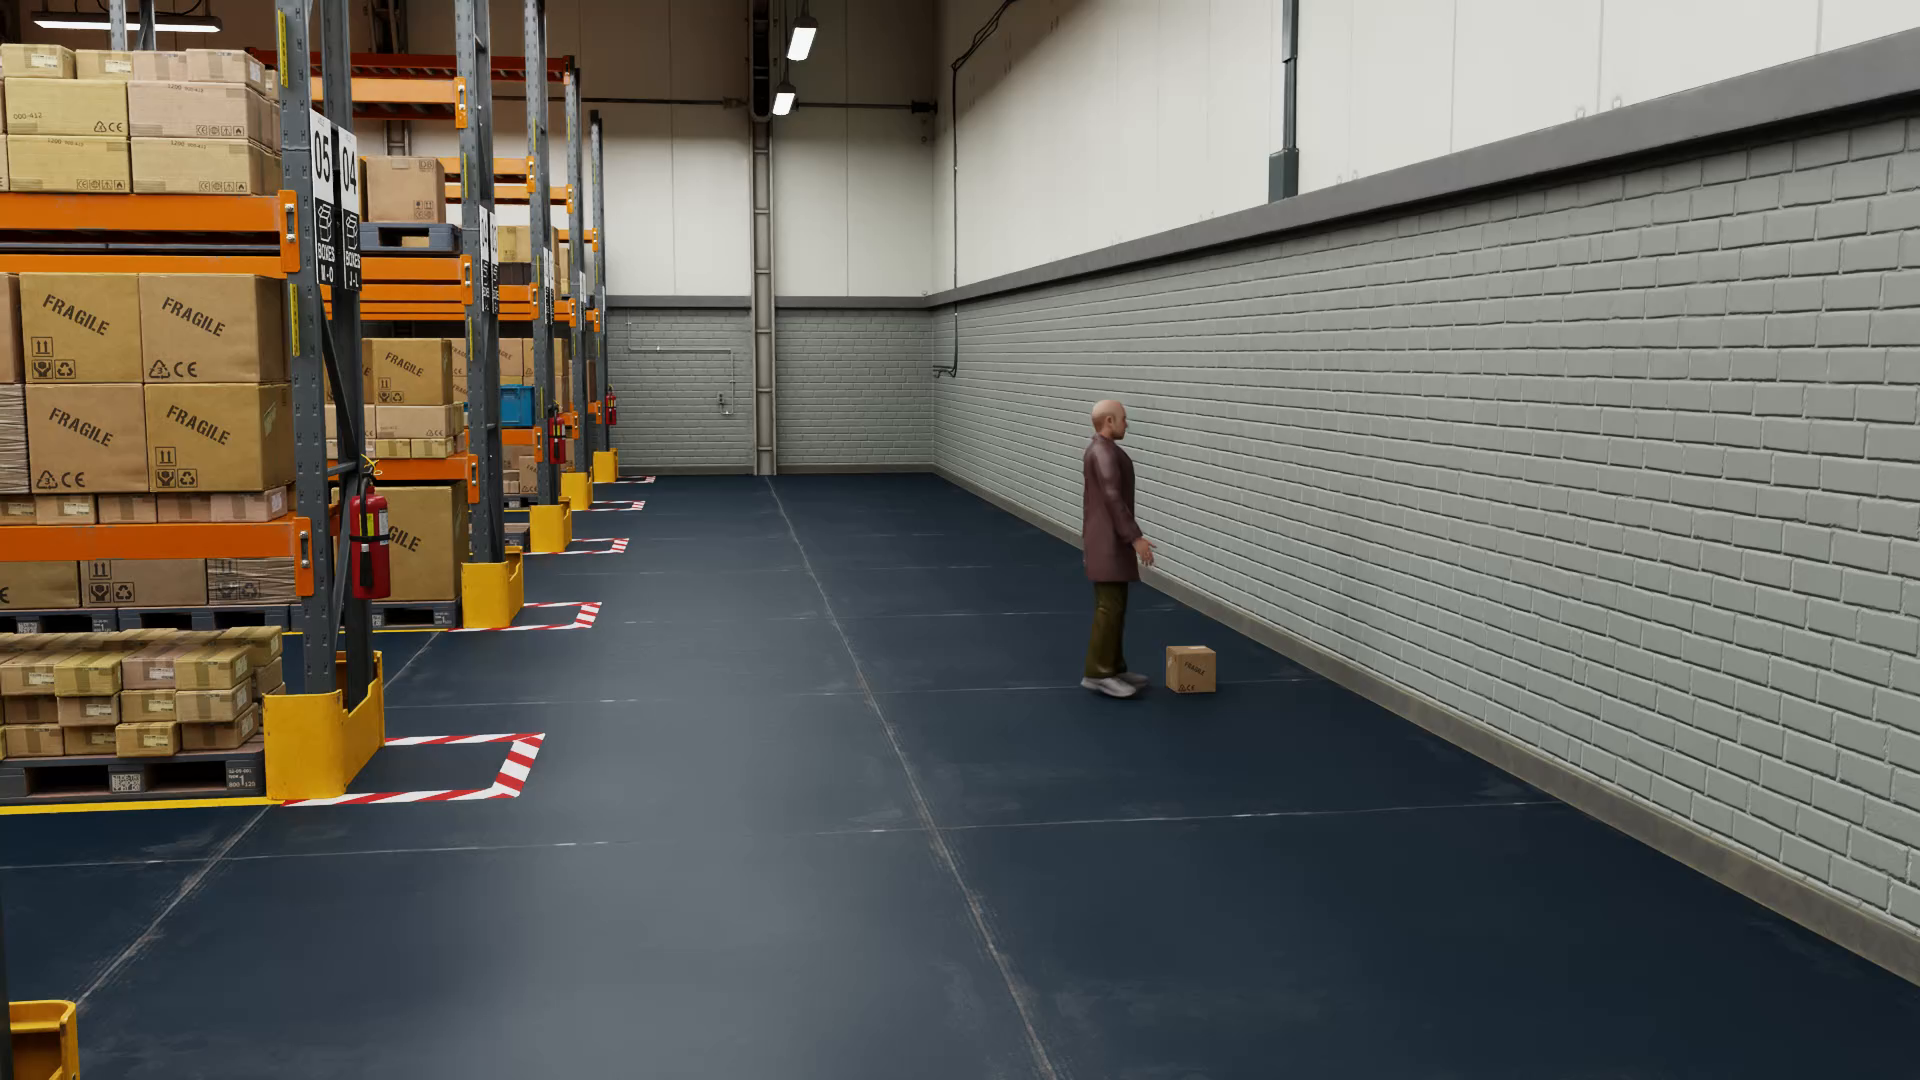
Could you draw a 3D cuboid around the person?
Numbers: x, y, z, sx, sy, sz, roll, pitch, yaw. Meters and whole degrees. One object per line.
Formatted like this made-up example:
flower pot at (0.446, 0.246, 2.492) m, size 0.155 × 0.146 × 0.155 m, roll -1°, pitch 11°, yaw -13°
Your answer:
person at (0.966, 0.037, 10.215) m, size 0.441 × 1.795 × 0.672 m, roll 0°, pitch 6°, yaw -1°
